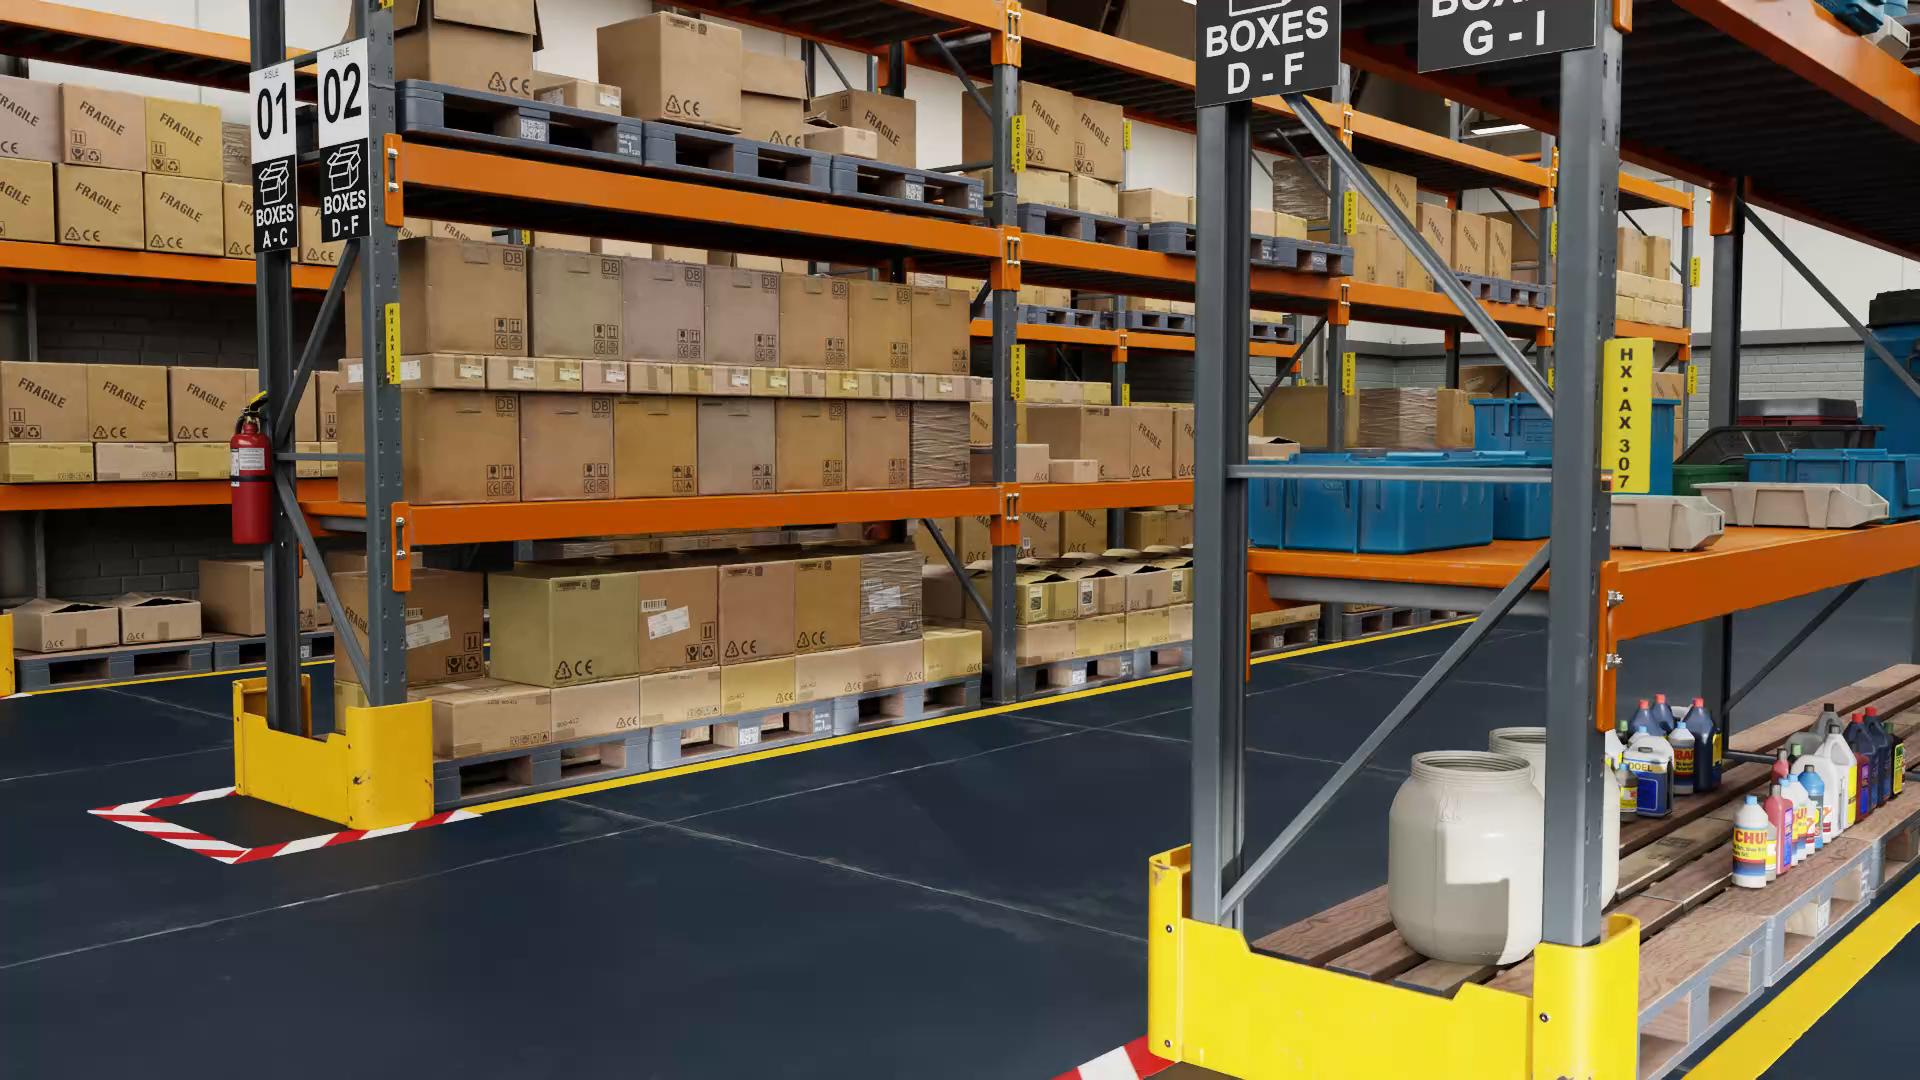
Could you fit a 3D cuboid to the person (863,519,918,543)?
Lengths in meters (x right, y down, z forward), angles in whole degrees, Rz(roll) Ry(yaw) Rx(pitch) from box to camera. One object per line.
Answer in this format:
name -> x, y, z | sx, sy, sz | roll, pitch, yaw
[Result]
person -> -0.566, -0.022, 11.952 | 0.504, 1.760, 0.574 | 3, 5, 42
